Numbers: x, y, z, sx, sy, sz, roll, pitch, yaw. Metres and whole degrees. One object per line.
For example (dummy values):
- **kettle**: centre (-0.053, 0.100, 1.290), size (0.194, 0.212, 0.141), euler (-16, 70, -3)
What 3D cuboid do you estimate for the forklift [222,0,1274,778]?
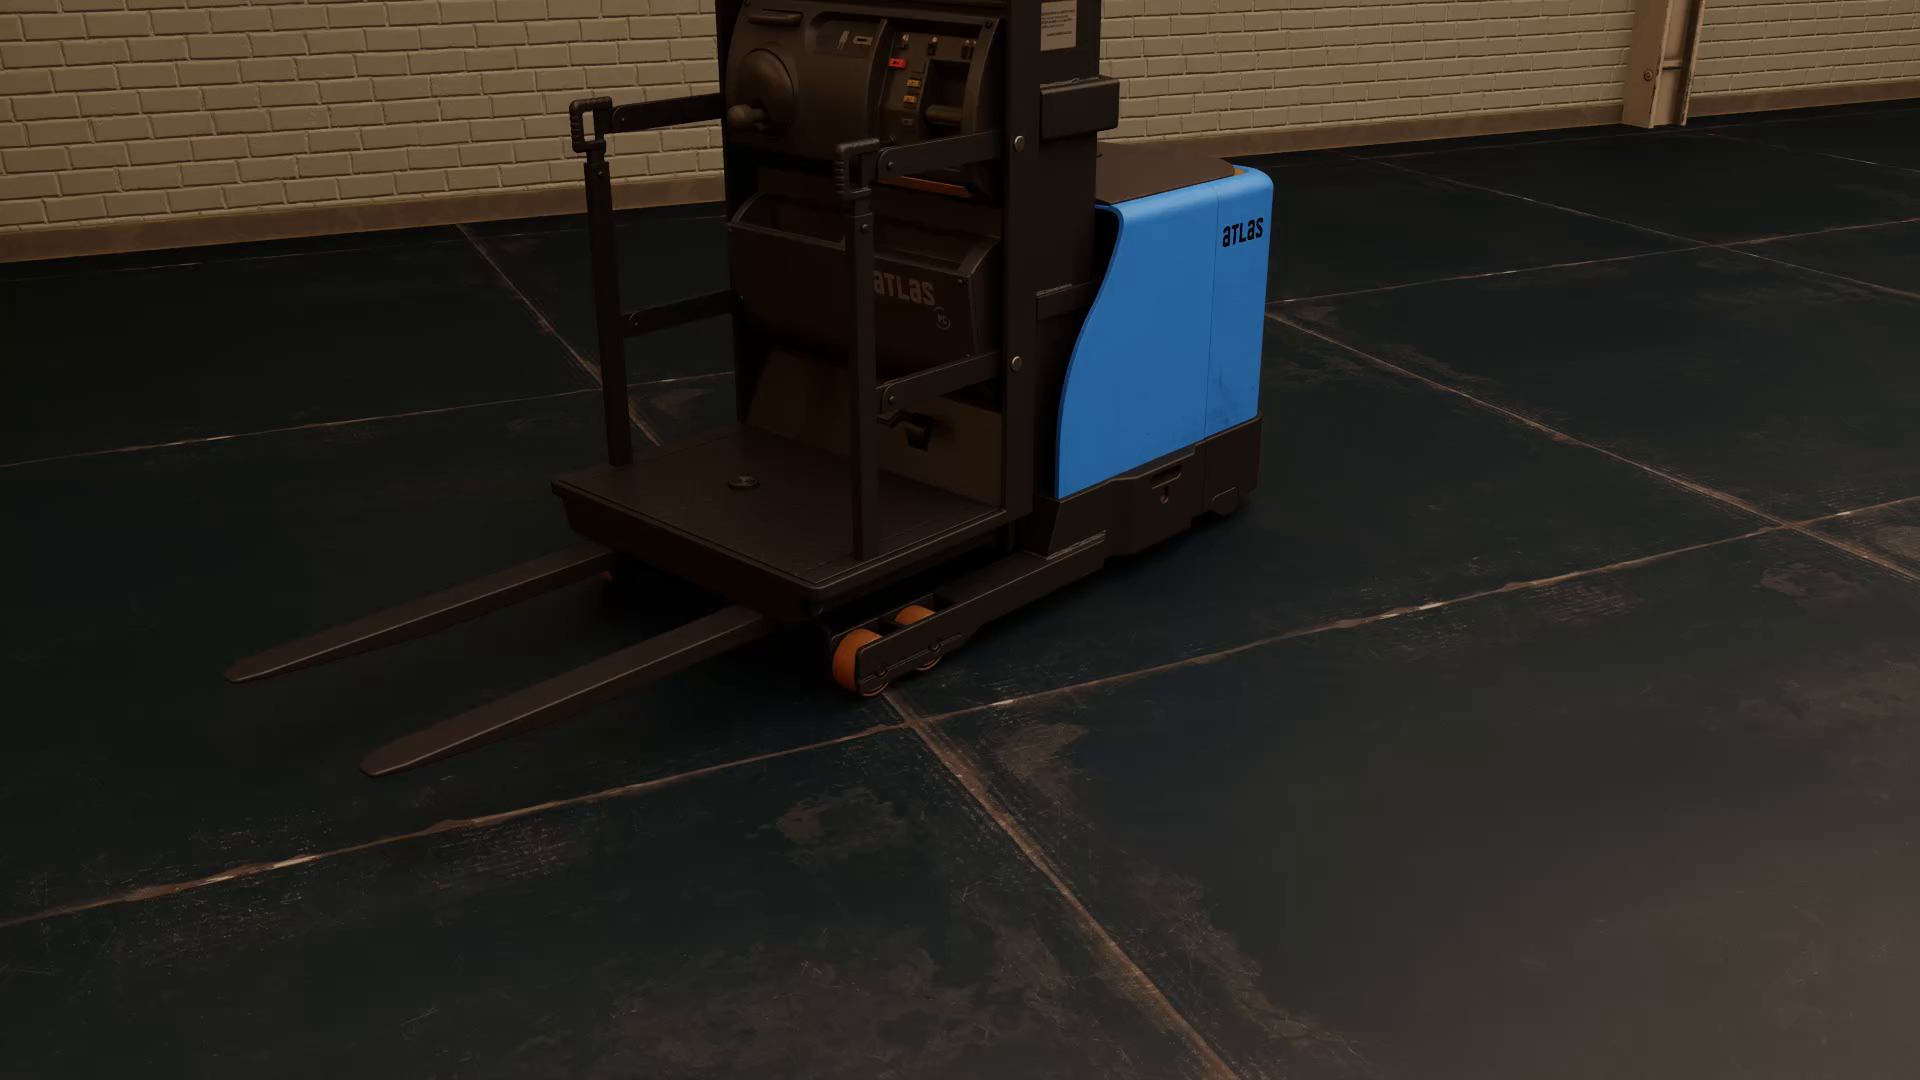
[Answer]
- **forklift**: centre (-0.413, -1.182, 4.131), size (1.130, 2.935, 3.031), euler (19, 29, 39)
